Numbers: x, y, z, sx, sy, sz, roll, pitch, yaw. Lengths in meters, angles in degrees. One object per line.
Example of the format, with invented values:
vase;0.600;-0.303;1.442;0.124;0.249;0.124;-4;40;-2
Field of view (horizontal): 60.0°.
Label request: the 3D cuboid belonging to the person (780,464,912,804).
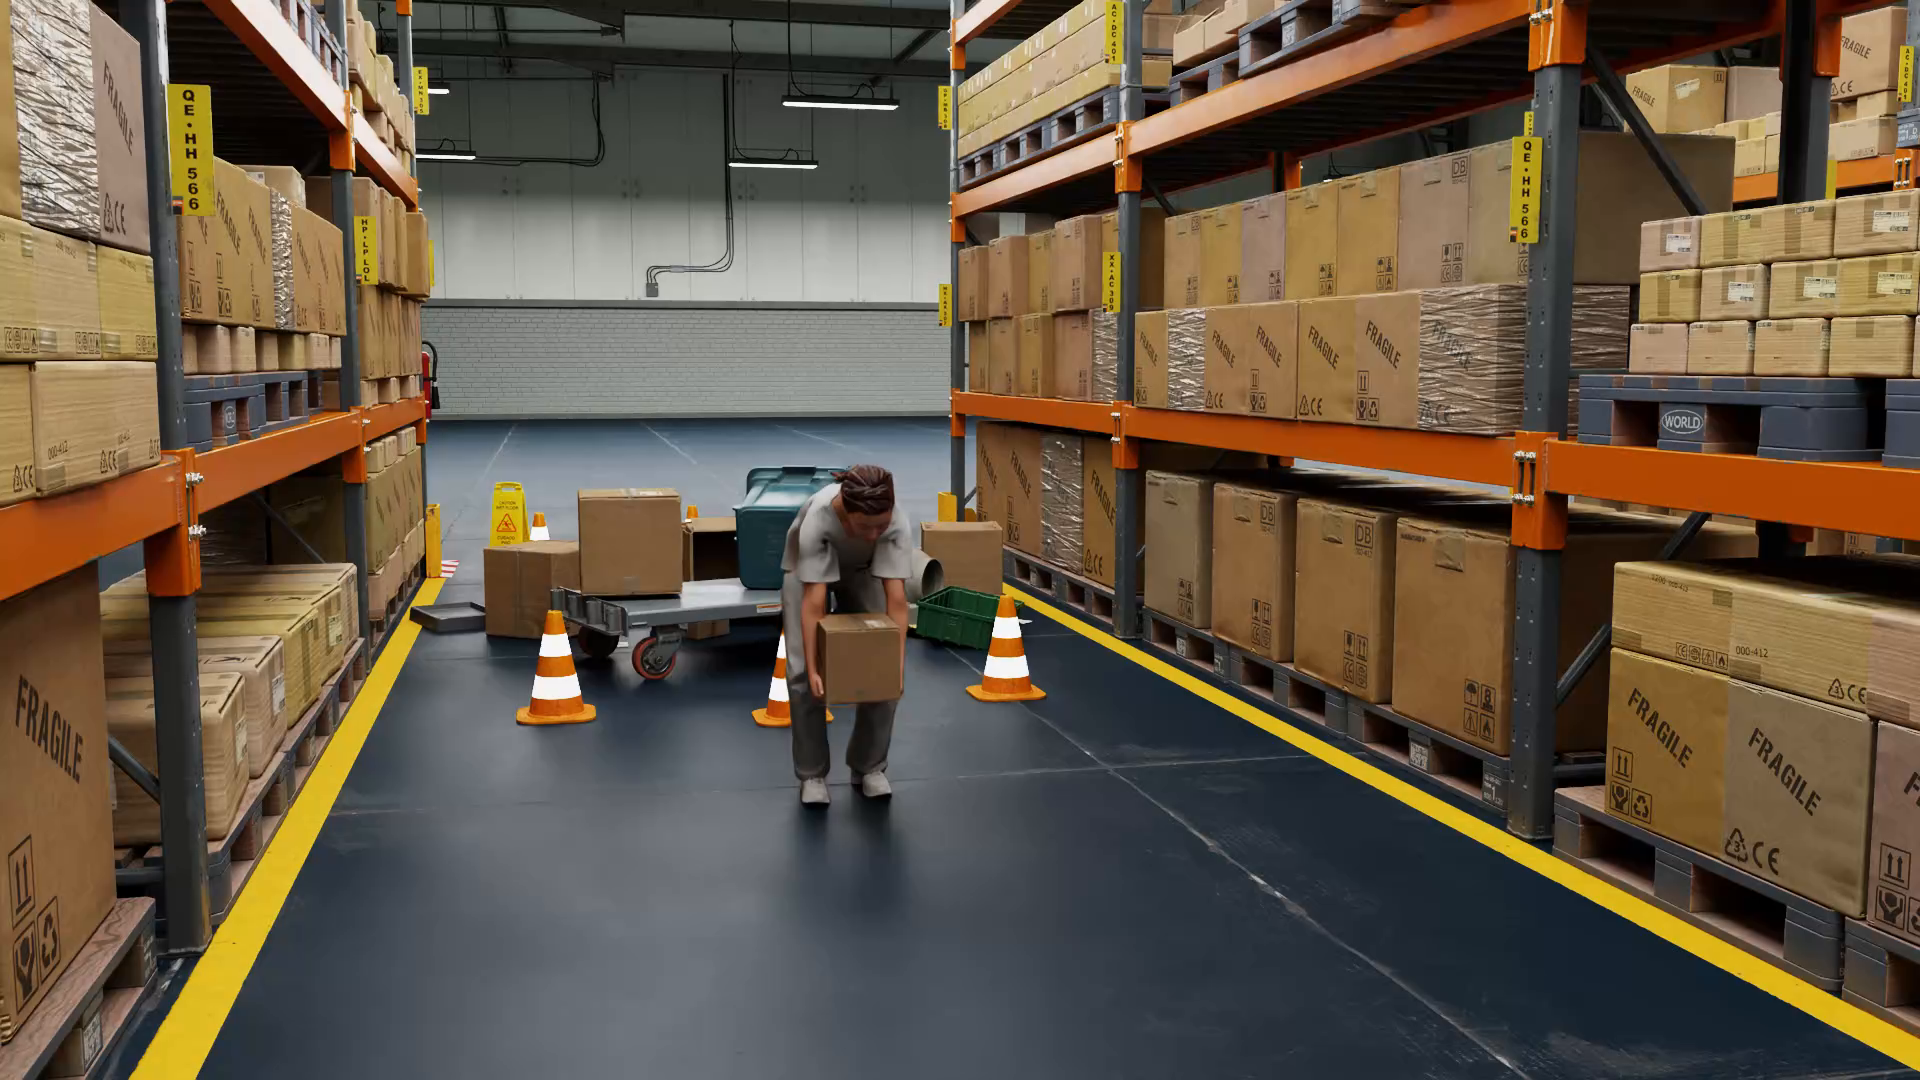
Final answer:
person;-0.382;0.327;5.765;0.427;1.217;0.836;-2;6;-16
